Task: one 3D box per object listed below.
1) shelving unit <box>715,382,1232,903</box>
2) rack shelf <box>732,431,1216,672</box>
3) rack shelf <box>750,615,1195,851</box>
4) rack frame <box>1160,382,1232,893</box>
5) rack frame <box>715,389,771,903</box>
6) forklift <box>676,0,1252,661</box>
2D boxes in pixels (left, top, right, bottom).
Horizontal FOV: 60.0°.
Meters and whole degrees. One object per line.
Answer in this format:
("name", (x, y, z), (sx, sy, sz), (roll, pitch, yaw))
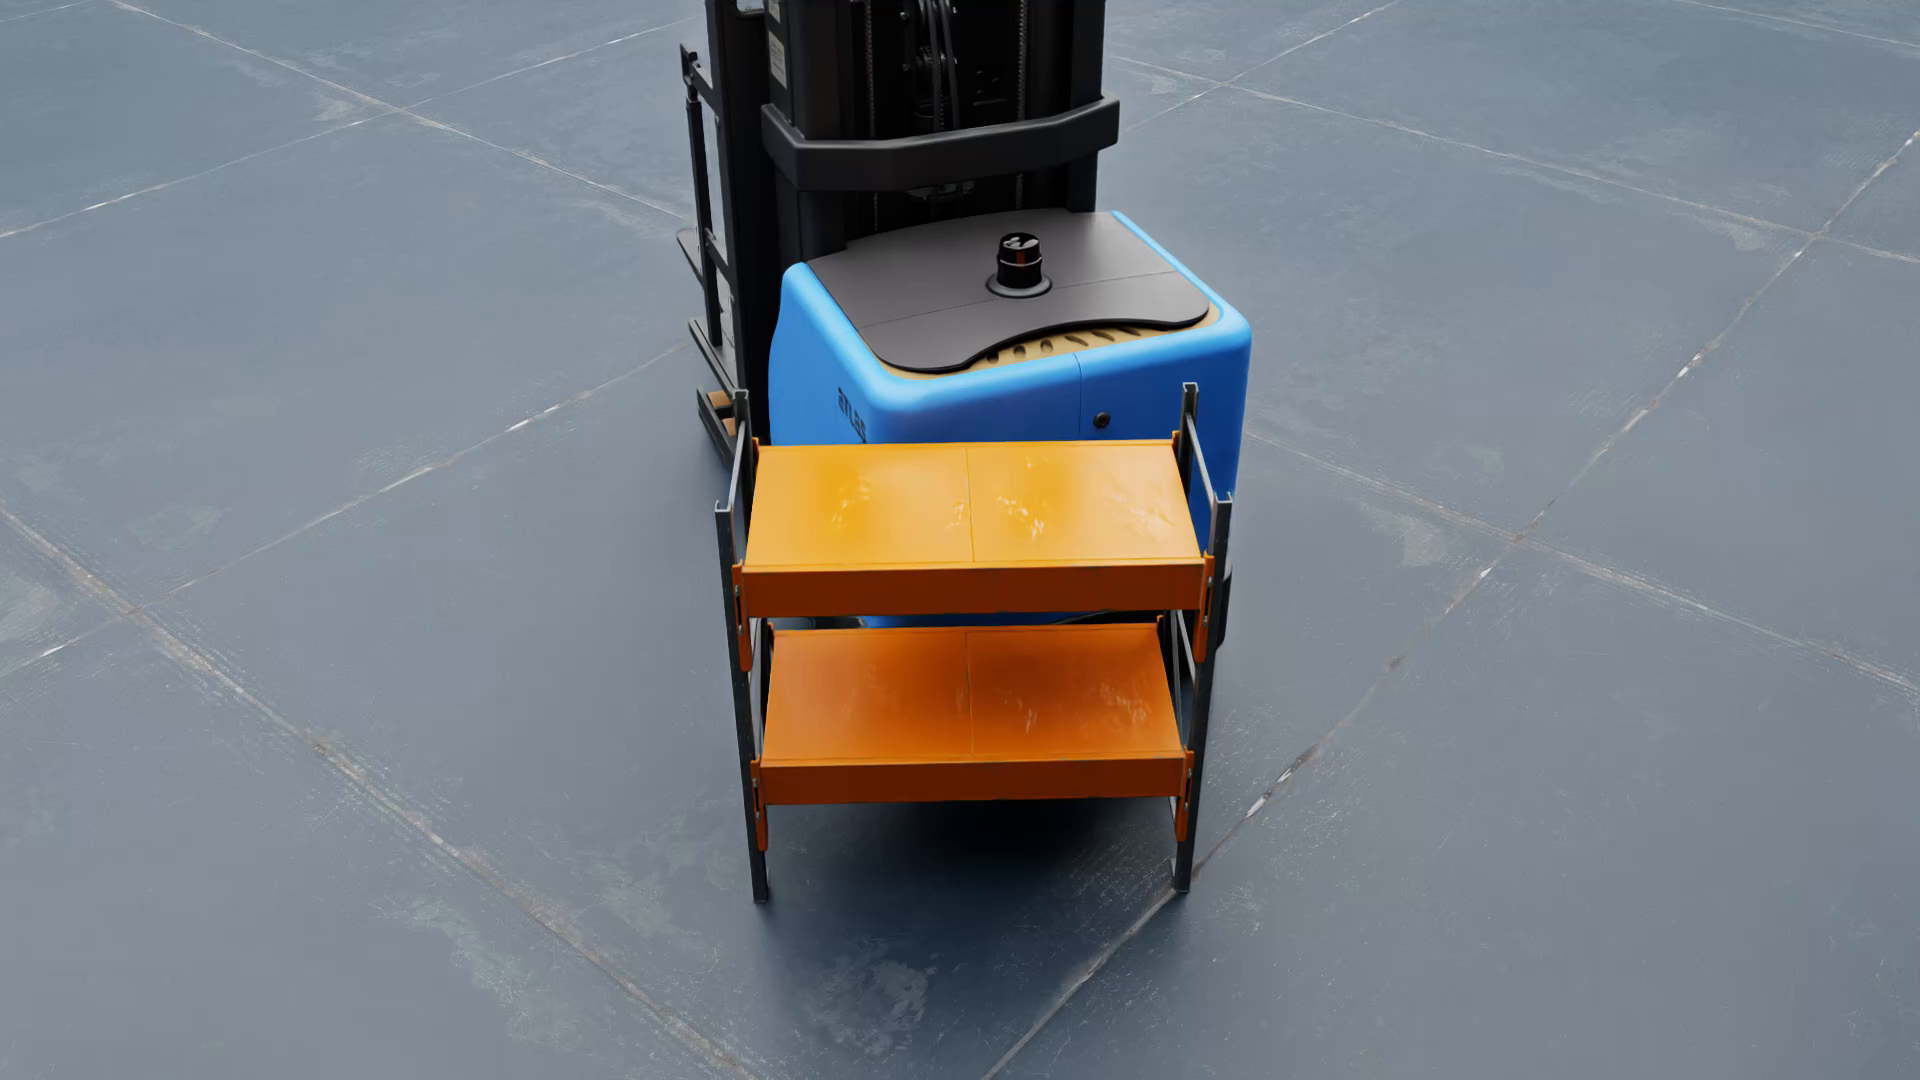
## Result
("shelving unit", (0.022, 0.256, 3.883), (1.048, 1.125, 0.538), (-1, 35, -1))
("rack shelf", (0.022, 0.015, 3.717), (1.000, 0.278, 0.538), (-1, 35, -1))
("rack shelf", (0.022, 0.457, 4.022), (1.000, 0.278, 0.538), (-1, 35, -1))
("rack frame", (0.530, 0.247, 3.896), (0.032, 1.125, 0.500), (-1, 35, -1))
("rack frame", (-0.486, 0.265, 3.870), (0.032, 1.125, 0.500), (-1, 35, -1))
("forklift", (-0.261, -1.537, 4.899), (1.130, 2.935, 3.031), (-13, 36, -18))
